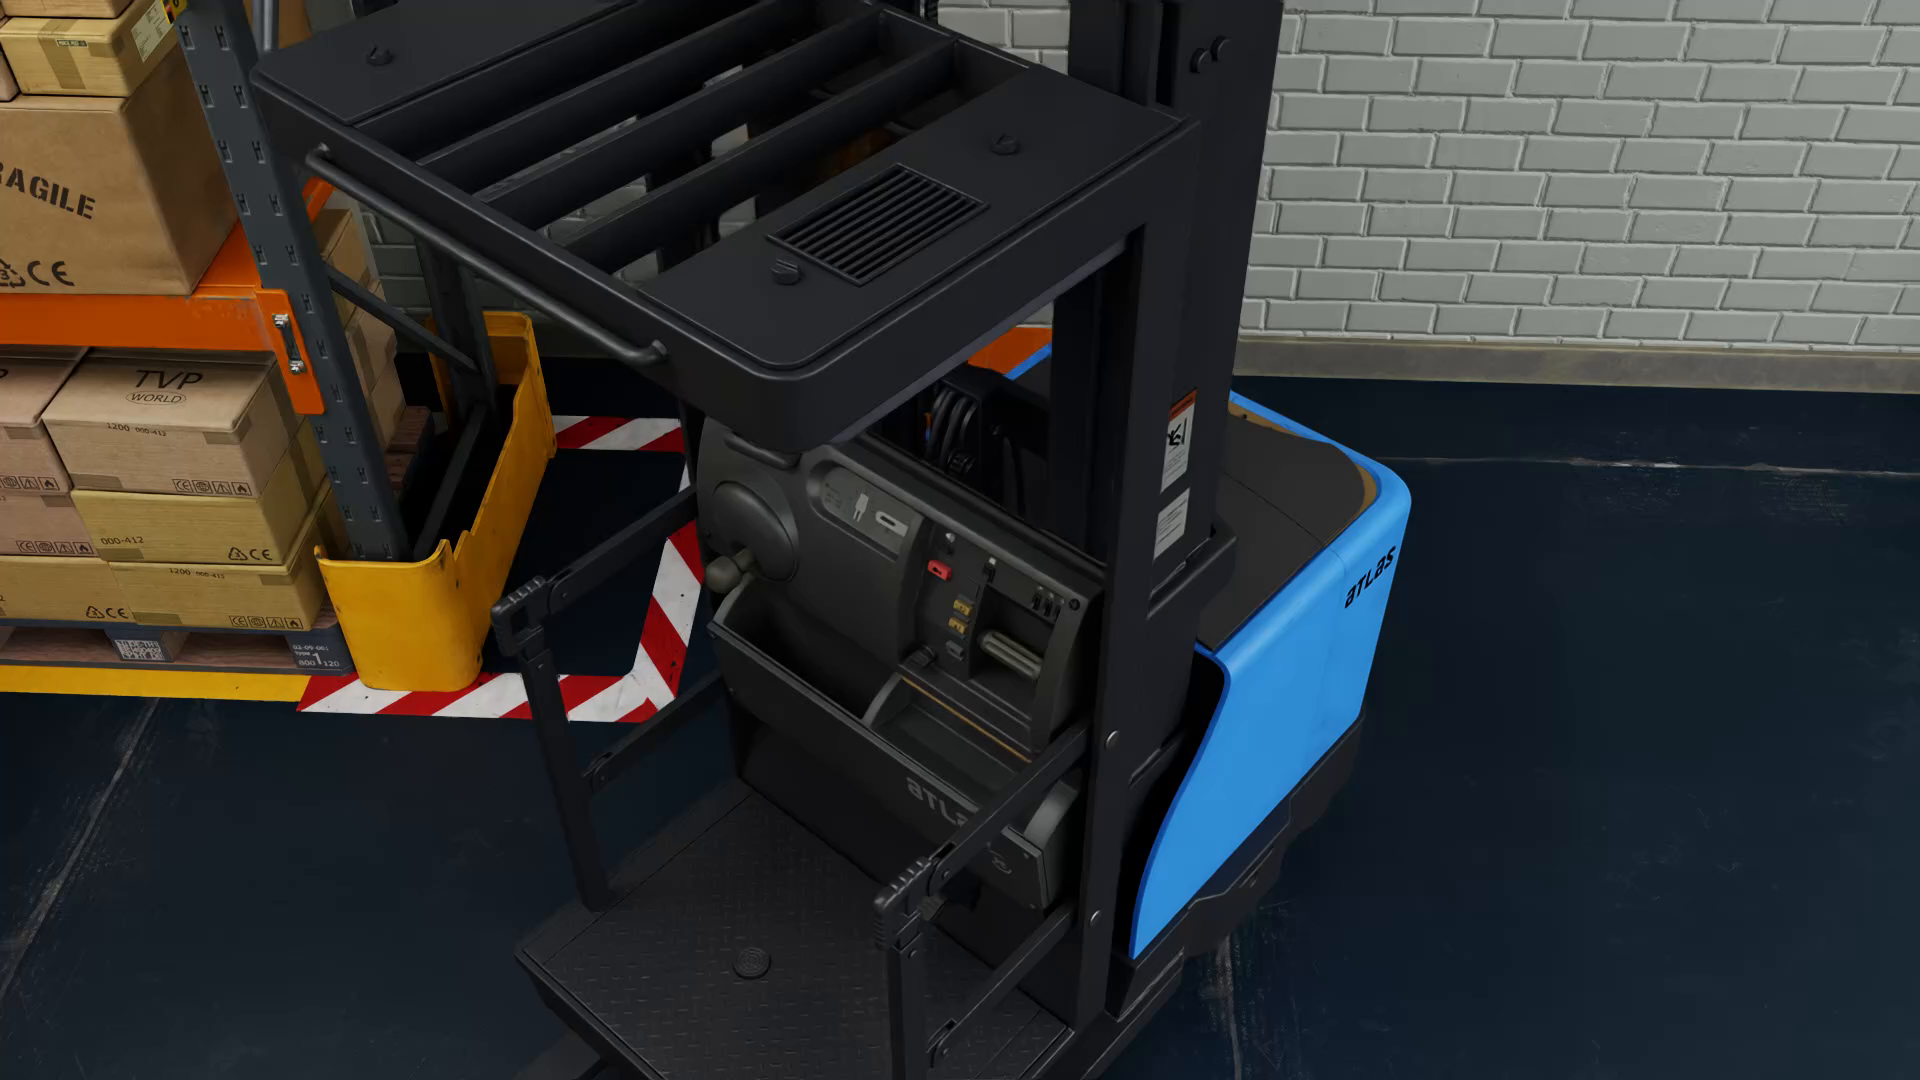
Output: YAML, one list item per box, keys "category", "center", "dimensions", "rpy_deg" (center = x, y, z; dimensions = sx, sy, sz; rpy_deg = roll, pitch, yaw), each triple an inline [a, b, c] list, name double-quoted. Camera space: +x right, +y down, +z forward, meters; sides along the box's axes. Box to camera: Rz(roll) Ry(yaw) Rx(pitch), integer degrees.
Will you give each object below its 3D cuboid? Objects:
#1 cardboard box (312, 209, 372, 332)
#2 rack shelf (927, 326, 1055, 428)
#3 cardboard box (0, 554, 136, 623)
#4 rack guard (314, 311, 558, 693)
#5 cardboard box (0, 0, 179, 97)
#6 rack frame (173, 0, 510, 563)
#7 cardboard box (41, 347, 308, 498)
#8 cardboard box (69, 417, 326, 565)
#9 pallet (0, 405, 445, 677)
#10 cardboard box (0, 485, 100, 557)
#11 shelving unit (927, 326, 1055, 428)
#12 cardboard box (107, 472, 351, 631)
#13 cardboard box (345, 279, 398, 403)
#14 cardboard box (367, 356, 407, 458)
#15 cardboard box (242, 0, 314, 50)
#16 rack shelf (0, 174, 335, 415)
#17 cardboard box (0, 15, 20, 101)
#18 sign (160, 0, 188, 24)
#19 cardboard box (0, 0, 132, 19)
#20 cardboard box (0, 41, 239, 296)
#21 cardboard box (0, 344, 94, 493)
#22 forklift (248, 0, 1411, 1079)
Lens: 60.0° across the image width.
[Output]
- category: "cardboard box"
  center: [-2.044, -0.719, 4.797]
  dimensions: [0.500, 0.250, 0.500]
  rpy_deg: [1, 43, 1]
- category: "rack shelf"
  center: [0.085, -0.415, 4.859]
  dimensions: [1.000, 0.185, 0.538]
  rpy_deg: [2, 43, 2]
- category: "cardboard box"
  center: [-2.552, -0.031, 4.792]
  dimensions: [0.500, 0.250, 0.500]
  rpy_deg: [2, 43, 2]
- category: "rack guard"
  center: [-1.548, -0.147, 5.041]
  dimensions: [0.348, 0.500, 1.175]
  rpy_deg: [2, 43, 2]
- category: "cardboard box"
  center: [-1.931, -1.156, 3.741]
  dimensions: [0.250, 0.149, 0.380]
  rpy_deg: [2, 43, 3]
- category: "rack frame"
  center: [-1.572, -1.062, 4.190]
  dimensions: [0.127, 3.000, 1.000]
  rpy_deg: [2, 43, 2]
- category: "cardboard box"
  center: [-2.046, -0.378, 4.430]
  dimensions: [0.500, 0.250, 0.500]
  rpy_deg: [3, 43, 3]
- category: "cardboard box"
  center: [-2.073, -0.195, 4.601]
  dimensions: [0.500, 0.250, 0.500]
  rpy_deg: [1, 43, 1]
- category: "pallet"
  center: [-2.338, -0.037, 5.135]
  dimensions: [1.213, 0.211, 1.003]
  rpy_deg: [2, 43, 2]
- category: "cardboard box"
  center: [-2.573, -0.218, 4.625]
  dimensions: [0.500, 0.250, 0.500]
  rpy_deg: [1, 43, 1]
- category: "shelving unit"
  center: [0.076, -0.546, 4.736]
  dimensions: [1.083, 1.500, 0.587]
  rpy_deg: [2, 43, 2]
- category: "cardboard box"
  center: [-2.056, -0.009, 4.768]
  dimensions: [0.500, 0.250, 0.500]
  rpy_deg: [2, 43, 2]
- category: "cardboard box"
  center: [-2.033, -0.549, 4.981]
  dimensions: [0.500, 0.250, 0.500]
  rpy_deg: [2, 43, 3]
- category: "cardboard box"
  center: [-2.054, -0.358, 5.143]
  dimensions: [0.500, 0.250, 0.500]
  rpy_deg: [2, 43, 2]
- category: "cardboard box"
  center: [-2.055, -1.303, 4.375]
  dimensions: [0.500, 0.500, 0.500]
  rpy_deg: [3, 43, 3]
- category: "rack shelf"
  center: [-3.570, -0.861, 4.501]
  dimensions: [4.000, 0.370, 1.077]
  rpy_deg: [2, 43, 2]
- category: "cardboard box"
  center: [-2.188, -1.144, 3.728]
  dimensions: [0.250, 0.149, 0.380]
  rpy_deg: [2, 43, 3]
- category: "sign"
  center: [-1.611, -1.204, 3.318]
  dimensions: [0.005, 0.325, 0.100]
  rpy_deg: [2, 43, 2]
- category: "cardboard box"
  center: [-1.940, -1.313, 3.691]
  dimensions: [0.250, 0.149, 0.380]
  rpy_deg: [2, 43, 2]
- category: "cardboard box"
  center: [-2.076, -0.935, 3.980]
  dimensions: [0.500, 0.500, 0.500]
  rpy_deg: [1, 43, 1]
- category: "cardboard box"
  center: [-2.557, -0.389, 4.443]
  dimensions: [0.500, 0.250, 0.500]
  rpy_deg: [2, 43, 3]
- category: "forklift"
  center: [-0.291, 0.111, 2.981]
  dimensions: [1.130, 2.935, 3.031]
  rpy_deg: [31, 51, 29]
